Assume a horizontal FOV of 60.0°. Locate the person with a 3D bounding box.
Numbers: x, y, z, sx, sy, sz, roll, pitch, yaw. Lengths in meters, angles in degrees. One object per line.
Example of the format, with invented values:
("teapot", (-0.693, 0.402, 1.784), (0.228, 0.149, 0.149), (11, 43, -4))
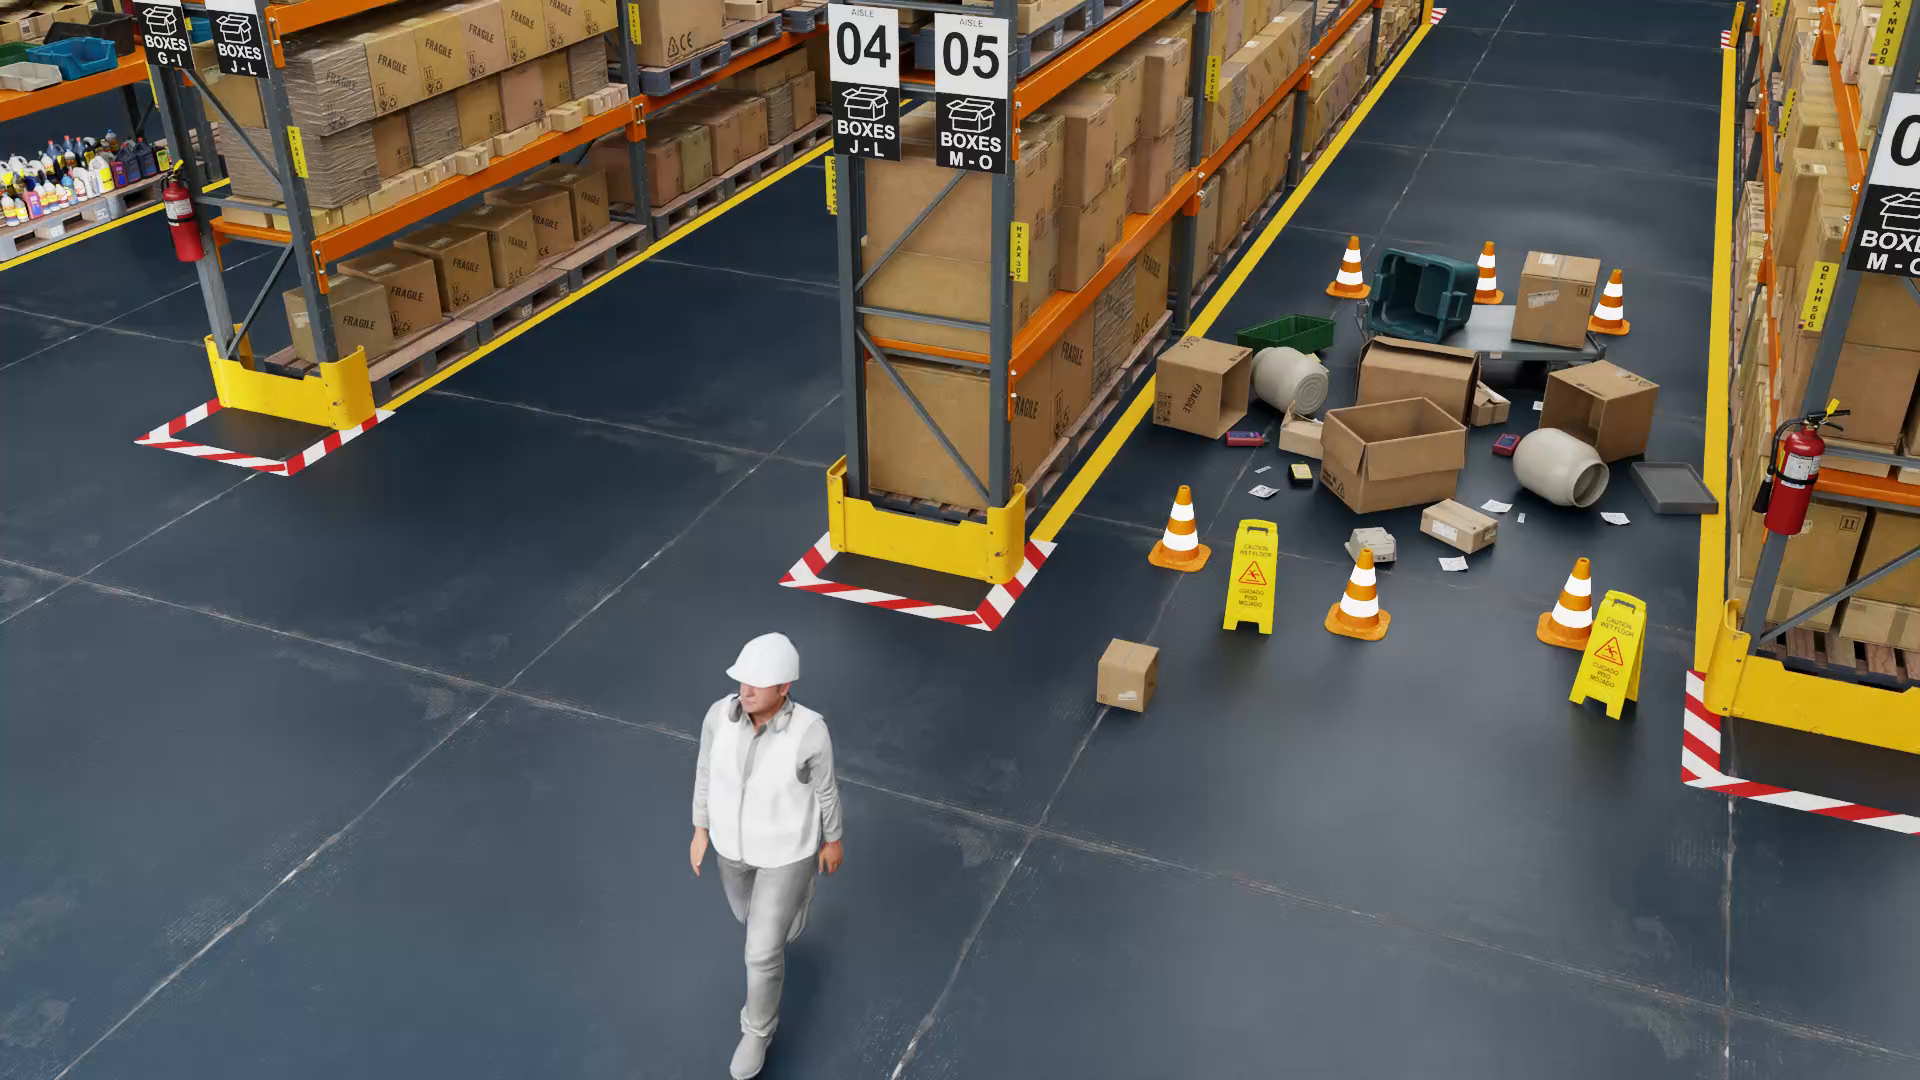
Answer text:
("person", (-0.750, 1.124, 6.390), (0.552, 1.730, 0.949), (13, 32, 21))
